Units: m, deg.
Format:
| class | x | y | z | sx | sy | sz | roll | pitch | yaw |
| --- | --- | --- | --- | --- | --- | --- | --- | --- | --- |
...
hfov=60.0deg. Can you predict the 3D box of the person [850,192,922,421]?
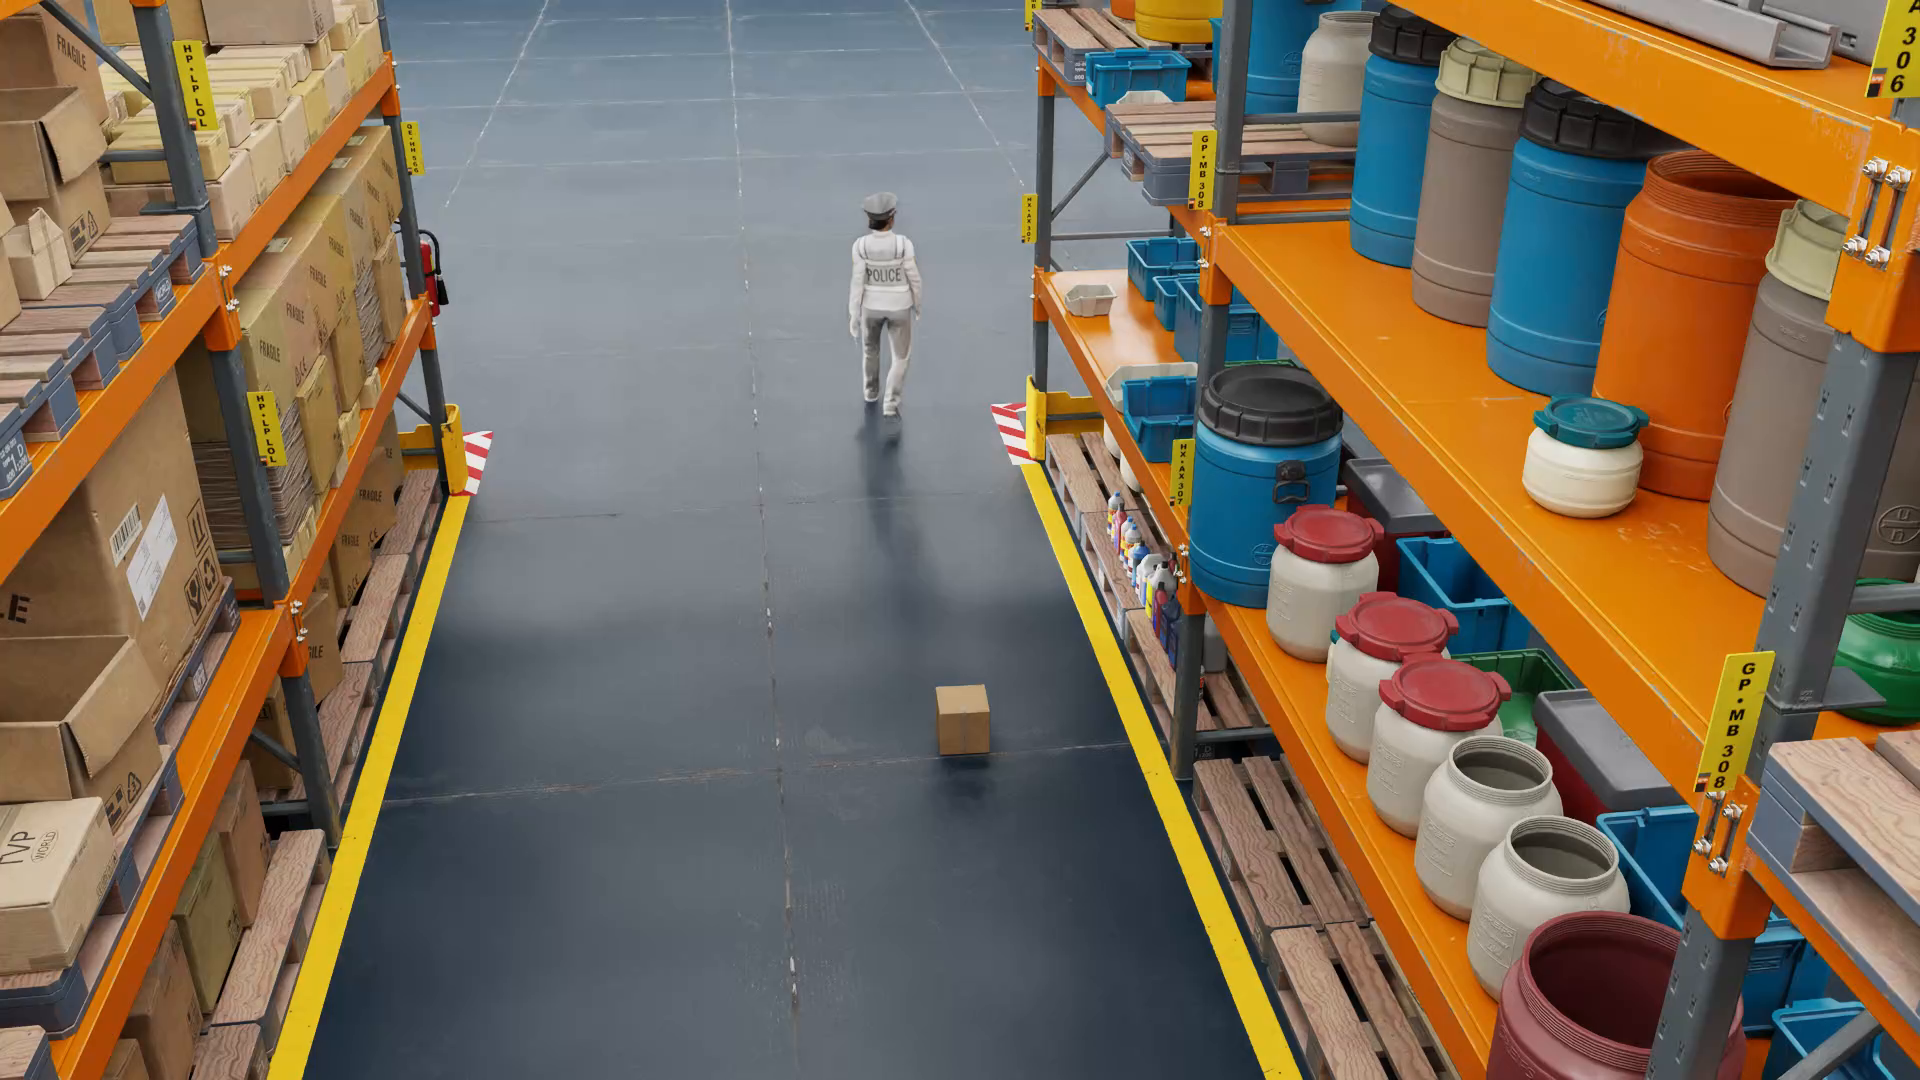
| class | x | y | z | sx | sy | sz | roll | pitch | yaw |
| --- | --- | --- | --- | --- | --- | --- | --- | --- | --- |
| person | -0.523 | -1.657 | 11.797 | 0.510 | 1.627 | 0.940 | 2 | 27 | 3 |
